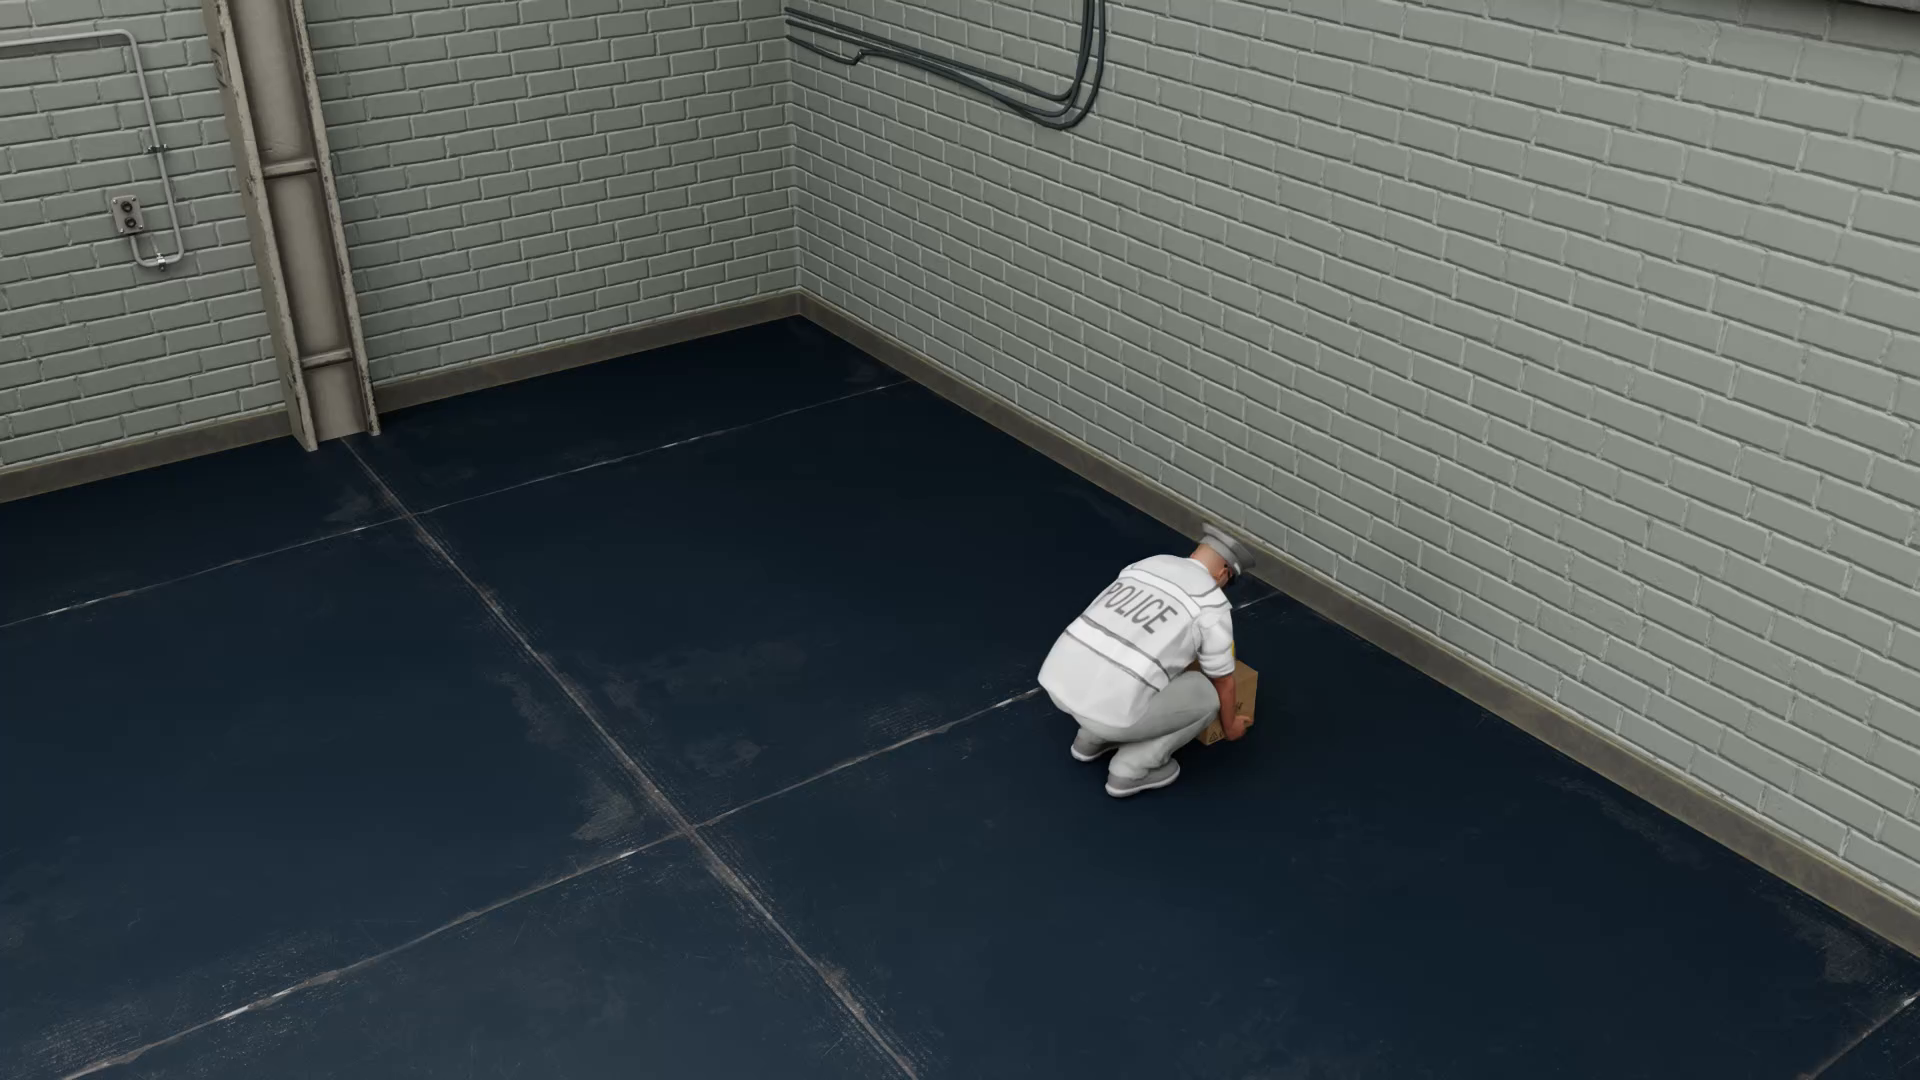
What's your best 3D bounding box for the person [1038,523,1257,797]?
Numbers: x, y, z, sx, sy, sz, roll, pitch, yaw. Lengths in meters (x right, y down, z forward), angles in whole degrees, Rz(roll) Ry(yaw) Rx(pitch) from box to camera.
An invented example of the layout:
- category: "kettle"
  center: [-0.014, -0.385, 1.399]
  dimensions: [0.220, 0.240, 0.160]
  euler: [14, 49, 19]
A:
- category: "person"
  center: [0.741, 0.468, 6.276]
  dimensions: [0.974, 0.895, 0.549]
  euler: [-19, 34, -31]
